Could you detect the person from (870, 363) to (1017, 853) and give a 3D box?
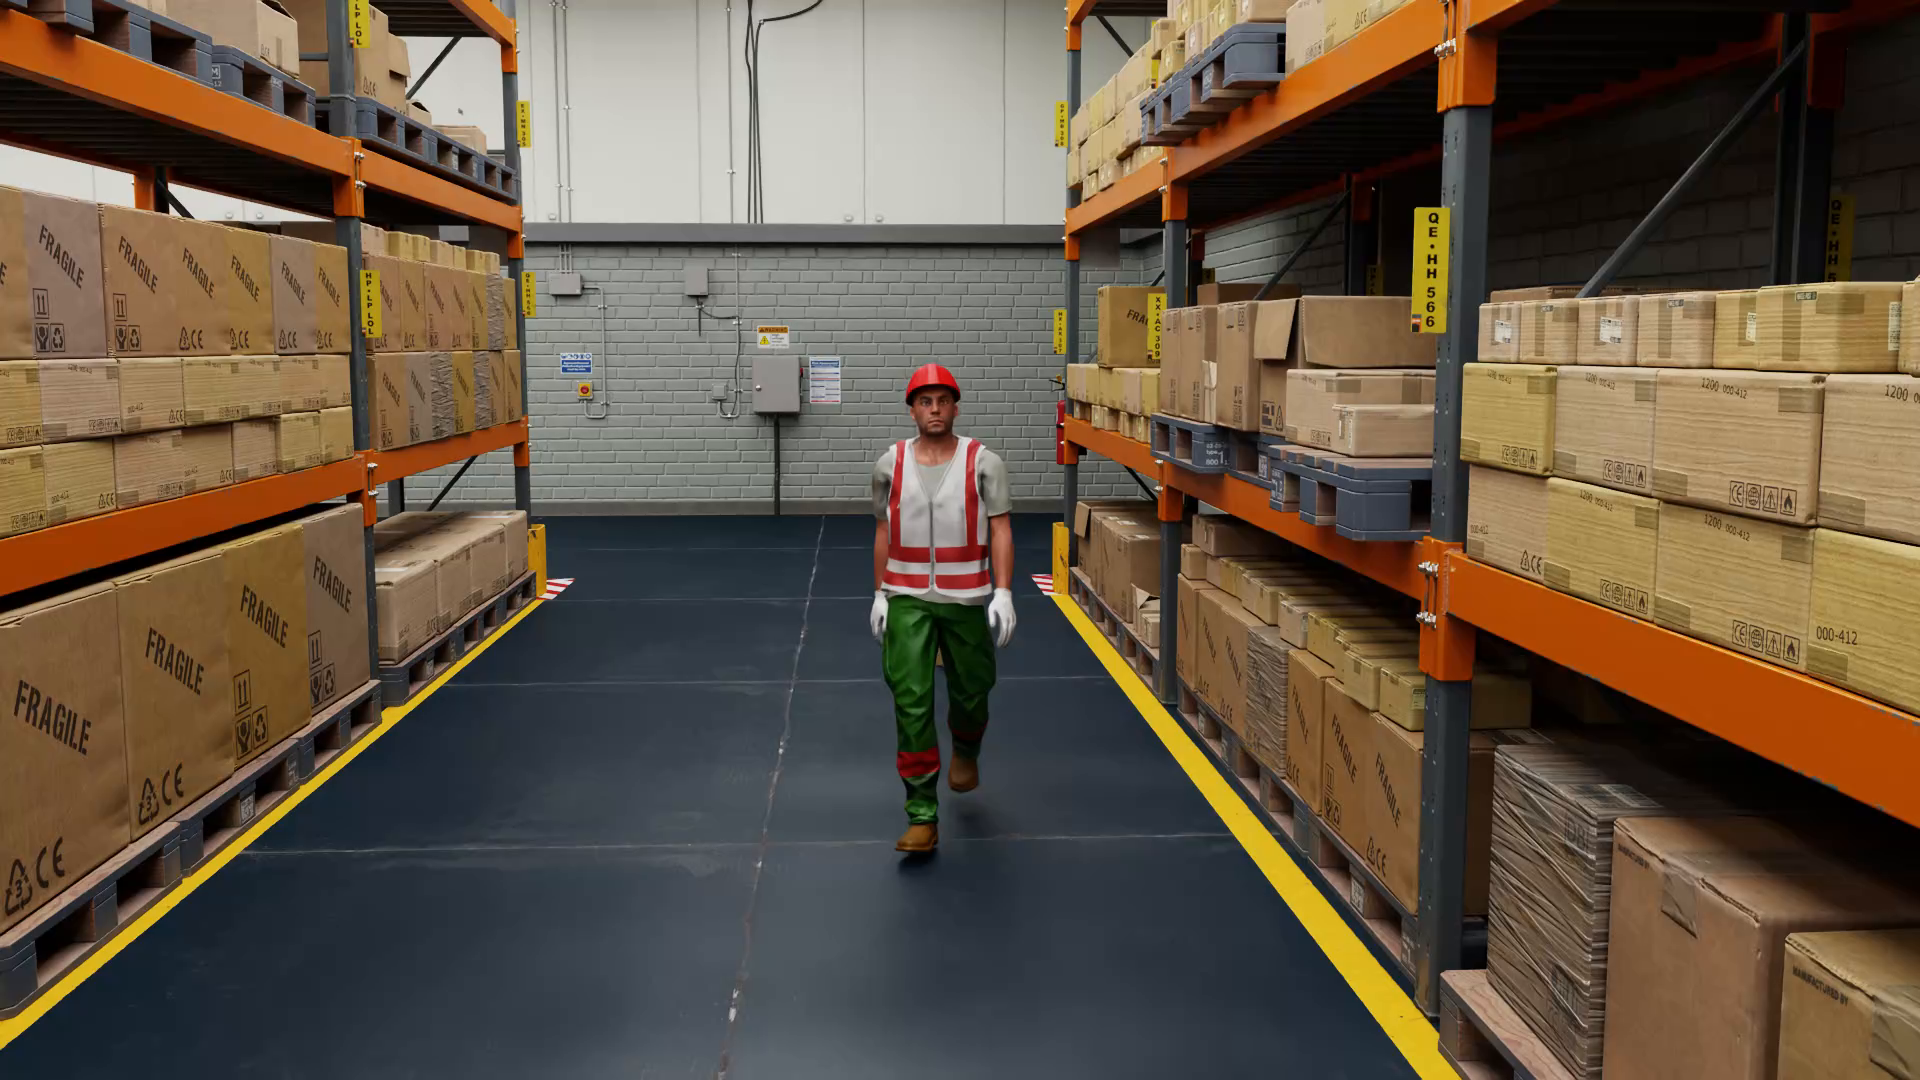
[{"bbox_3d":[-0.066,0.221,6.234,0.567,1.760,0.929,0,7,4],"label":"person"}]
